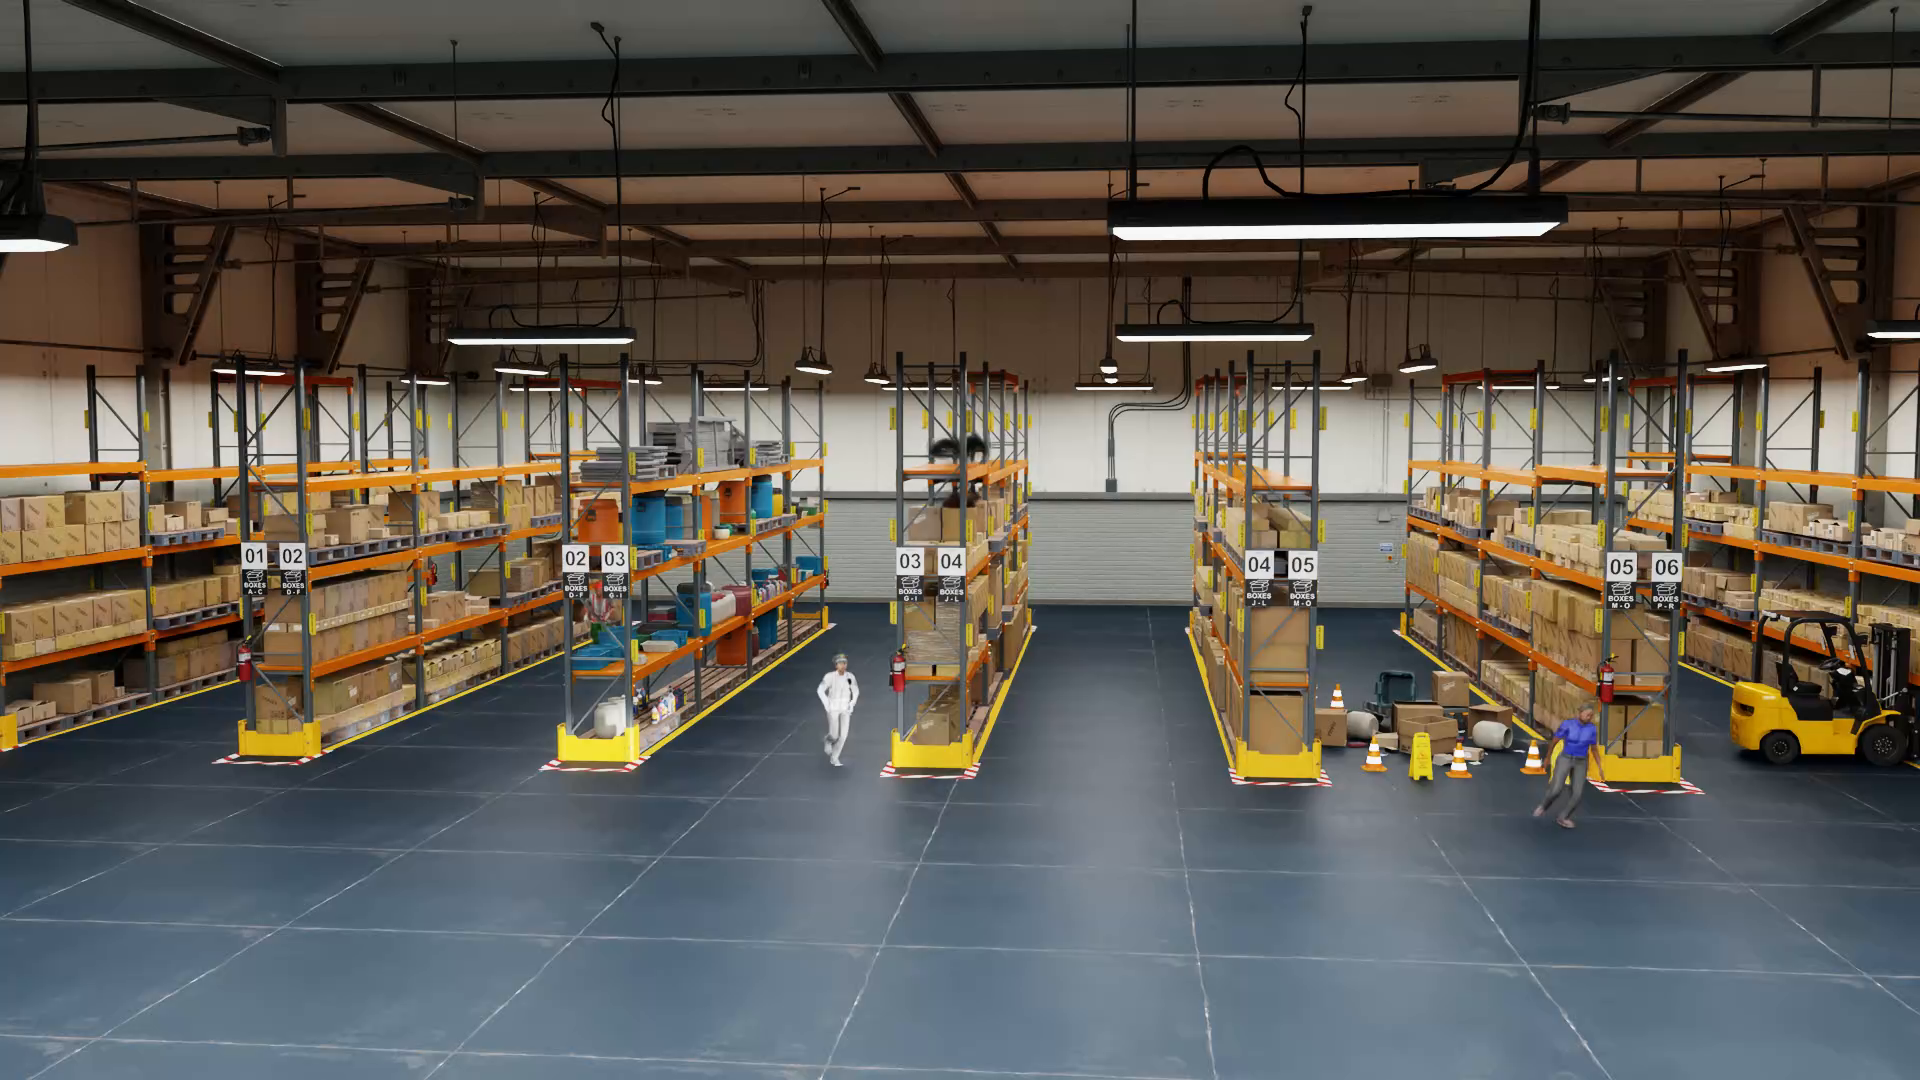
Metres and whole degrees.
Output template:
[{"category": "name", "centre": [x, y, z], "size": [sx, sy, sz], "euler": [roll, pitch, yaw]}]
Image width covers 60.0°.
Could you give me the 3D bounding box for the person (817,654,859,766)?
[{"category": "person", "centre": [-1.774, 2.465, 24.308], "size": [0.612, 1.631, 0.585], "euler": [-1, 4, -18]}]

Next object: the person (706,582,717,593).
[{"category": "person", "centre": [-5.733, 1.525, 37.099], "size": [0.576, 1.741, 0.898], "euler": [1, 4, 12]}]

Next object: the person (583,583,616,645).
[{"category": "person", "centre": [-7.451, 1.723, 34.383], "size": [0.659, 1.712, 0.746], "euler": [-1, 4, -14]}]

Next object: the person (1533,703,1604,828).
[{"category": "person", "centre": [7.501, 2.753, 20.496], "size": [0.726, 1.576, 0.608], "euler": [0, 4, -3]}]

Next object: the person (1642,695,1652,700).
[{"category": "person", "centre": [11.519, 2.244, 28.143], "size": [0.538, 1.544, 0.613], "euler": [-1, 4, -7]}]
